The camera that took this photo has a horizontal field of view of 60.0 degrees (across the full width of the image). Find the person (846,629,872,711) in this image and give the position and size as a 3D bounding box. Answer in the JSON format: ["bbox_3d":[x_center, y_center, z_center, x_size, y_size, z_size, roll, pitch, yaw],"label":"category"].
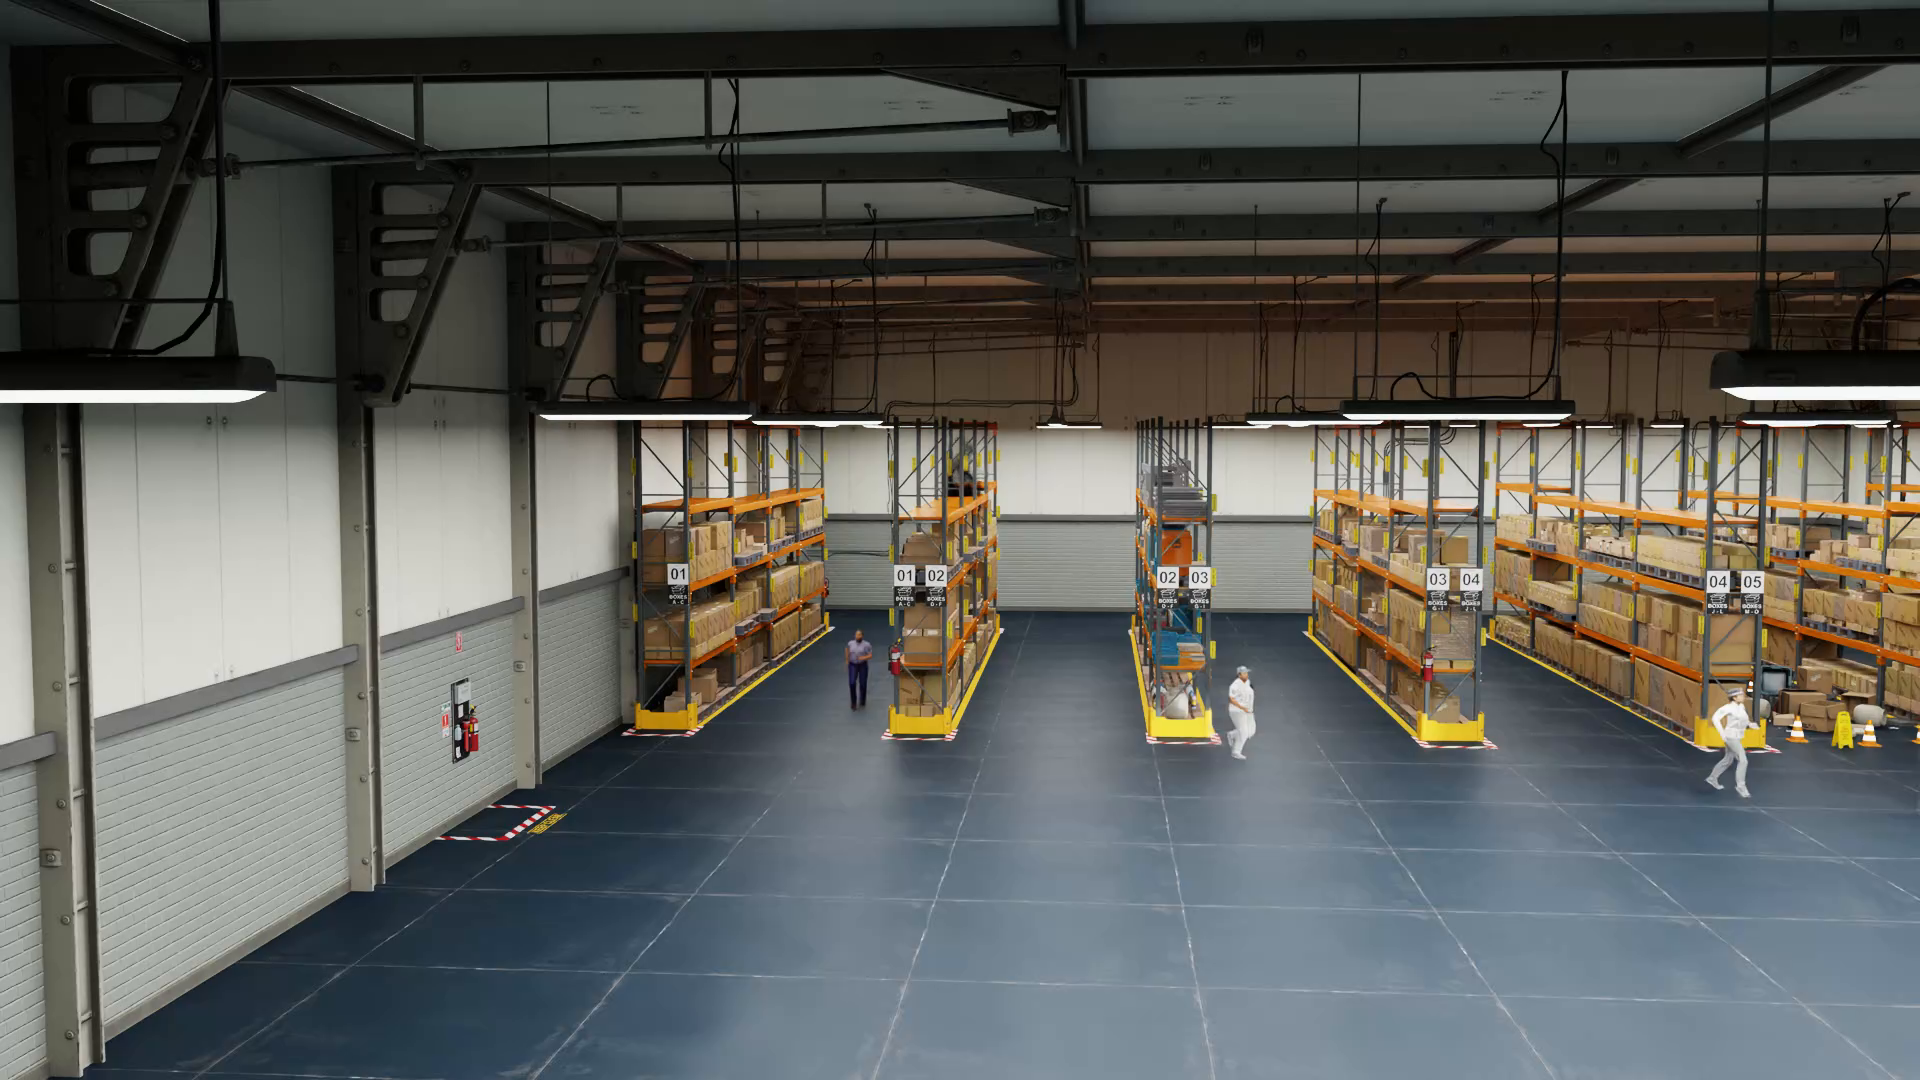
[{"bbox_3d":[-2.089,2.675,34.249,0.570,1.688,0.783,0,4,1],"label":"person"}]

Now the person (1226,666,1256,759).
[{"bbox_3d":[4.918,3.019,29.187,0.623,1.642,0.620,-4,5,-45],"label":"person"}]

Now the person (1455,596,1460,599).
[{"bbox_3d":[13.659,1.833,46.677,0.595,1.714,0.803,-3,5,-35],"label":"person"}]

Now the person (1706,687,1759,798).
[{"bbox_3d":[12.193,3.167,26.263,0.767,1.743,0.600,4,5,43],"label":"person"}]
